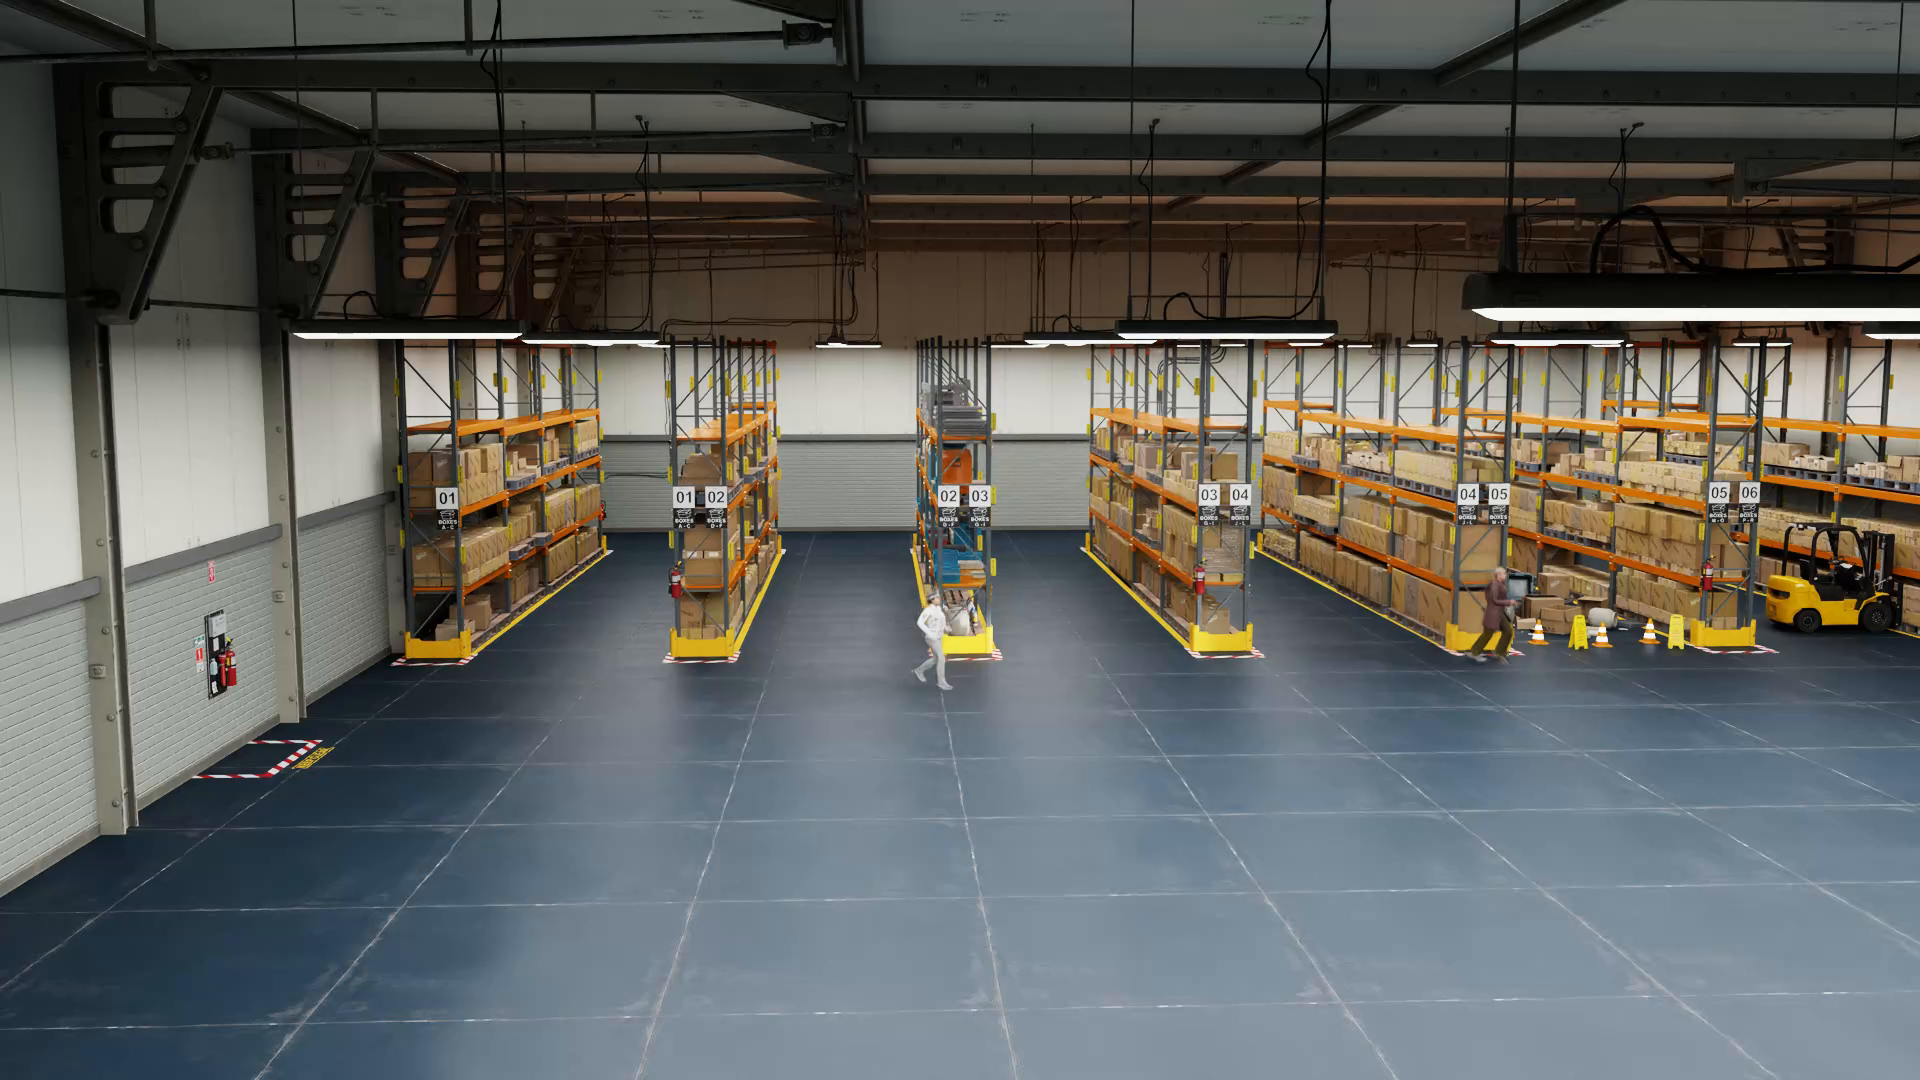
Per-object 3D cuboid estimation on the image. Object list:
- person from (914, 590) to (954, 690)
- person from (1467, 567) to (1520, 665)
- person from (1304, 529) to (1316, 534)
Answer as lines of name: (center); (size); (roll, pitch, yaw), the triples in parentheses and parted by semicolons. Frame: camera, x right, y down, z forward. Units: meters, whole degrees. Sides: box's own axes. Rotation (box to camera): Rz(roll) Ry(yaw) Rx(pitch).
person: (-0.459, 1.682, 28.273); (0.753, 1.700, 0.620); (3, 7, 24)
person: (9.781, 1.455, 30.435); (0.903, 1.748, 0.632); (4, 8, 32)
person: (10.415, -0.636, 49.072); (0.769, 1.636, 0.607); (-1, 7, -12)
